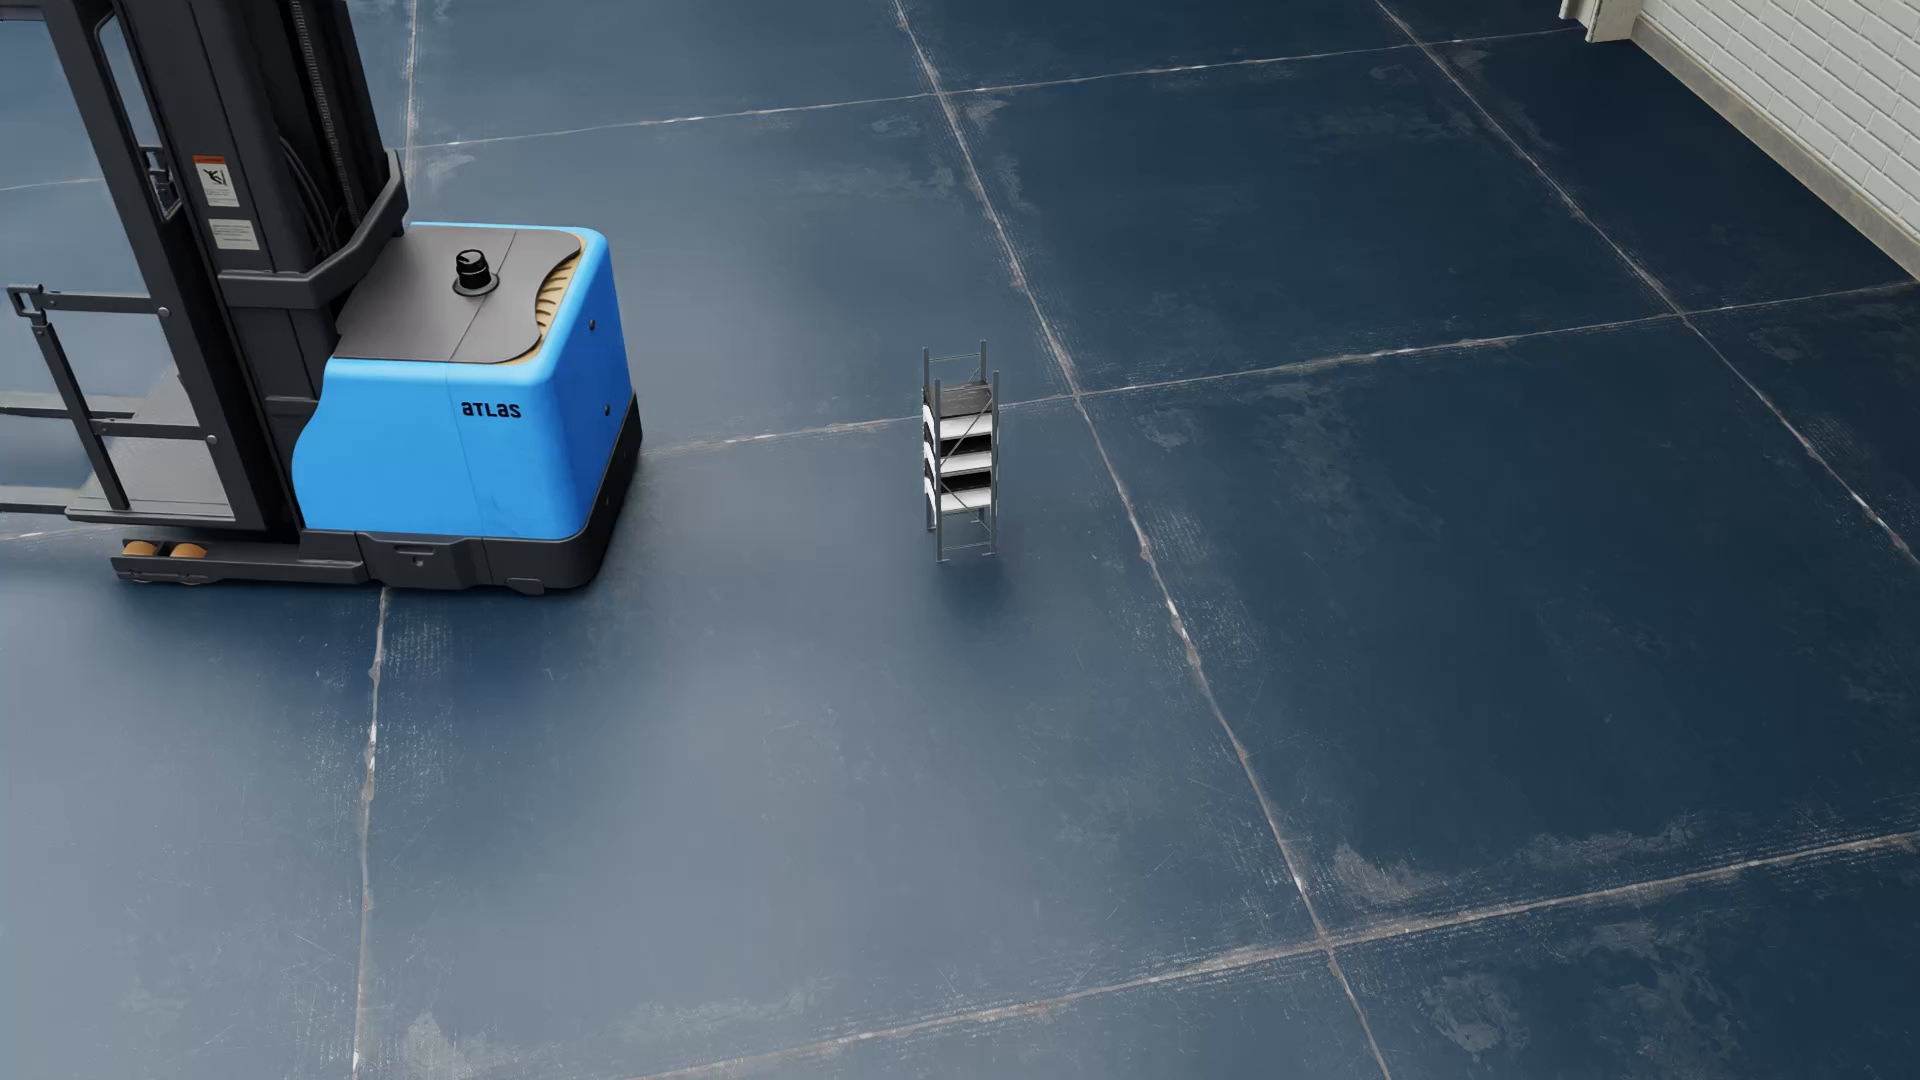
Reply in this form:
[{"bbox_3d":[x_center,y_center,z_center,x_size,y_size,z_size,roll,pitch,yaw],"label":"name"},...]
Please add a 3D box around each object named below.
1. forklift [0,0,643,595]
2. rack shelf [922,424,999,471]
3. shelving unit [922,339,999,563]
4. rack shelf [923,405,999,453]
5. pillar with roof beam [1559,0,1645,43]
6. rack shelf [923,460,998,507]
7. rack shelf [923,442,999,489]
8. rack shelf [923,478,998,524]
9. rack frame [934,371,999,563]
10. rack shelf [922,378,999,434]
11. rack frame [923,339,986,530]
[{"bbox_3d":[-2.903,-1.267,5.969,3.031,2.935,1.130,3,42,3],"label":"forklift"},{"bbox_3d":[0.002,-0.374,6.408,0.258,0.077,0.200,-8,42,-9],"label":"rack shelf"},{"bbox_3d":[0.002,-0.331,6.445,0.258,0.900,0.210,-8,42,-9],"label":"shelving unit"},{"bbox_3d":[0.002,-0.441,6.348,0.258,0.077,0.200,-8,42,-9],"label":"rack shelf"},{"bbox_3d":[-0.243,-5.944,6.668,9.100,9.000,0.400,-8,42,-9],"label":"pillar with roof beam"},{"bbox_3d":[0.002,-0.239,6.527,0.258,0.077,0.200,-8,42,-9],"label":"rack shelf"},{"bbox_3d":[0.002,-0.306,6.467,0.258,0.077,0.200,-8,42,-9],"label":"rack shelf"},{"bbox_3d":[0.002,-0.172,6.587,0.258,0.077,0.200,-8,42,-9],"label":"rack shelf"},{"bbox_3d":[0.024,-0.265,6.371,0.240,0.900,0.006,-8,42,-9],"label":"rack frame"},{"bbox_3d":[0.002,-0.508,6.288,0.258,0.077,0.200,-8,42,-9],"label":"rack shelf"},{"bbox_3d":[-0.020,-0.397,6.520,0.240,0.900,0.006,-8,42,-9],"label":"rack frame"}]
